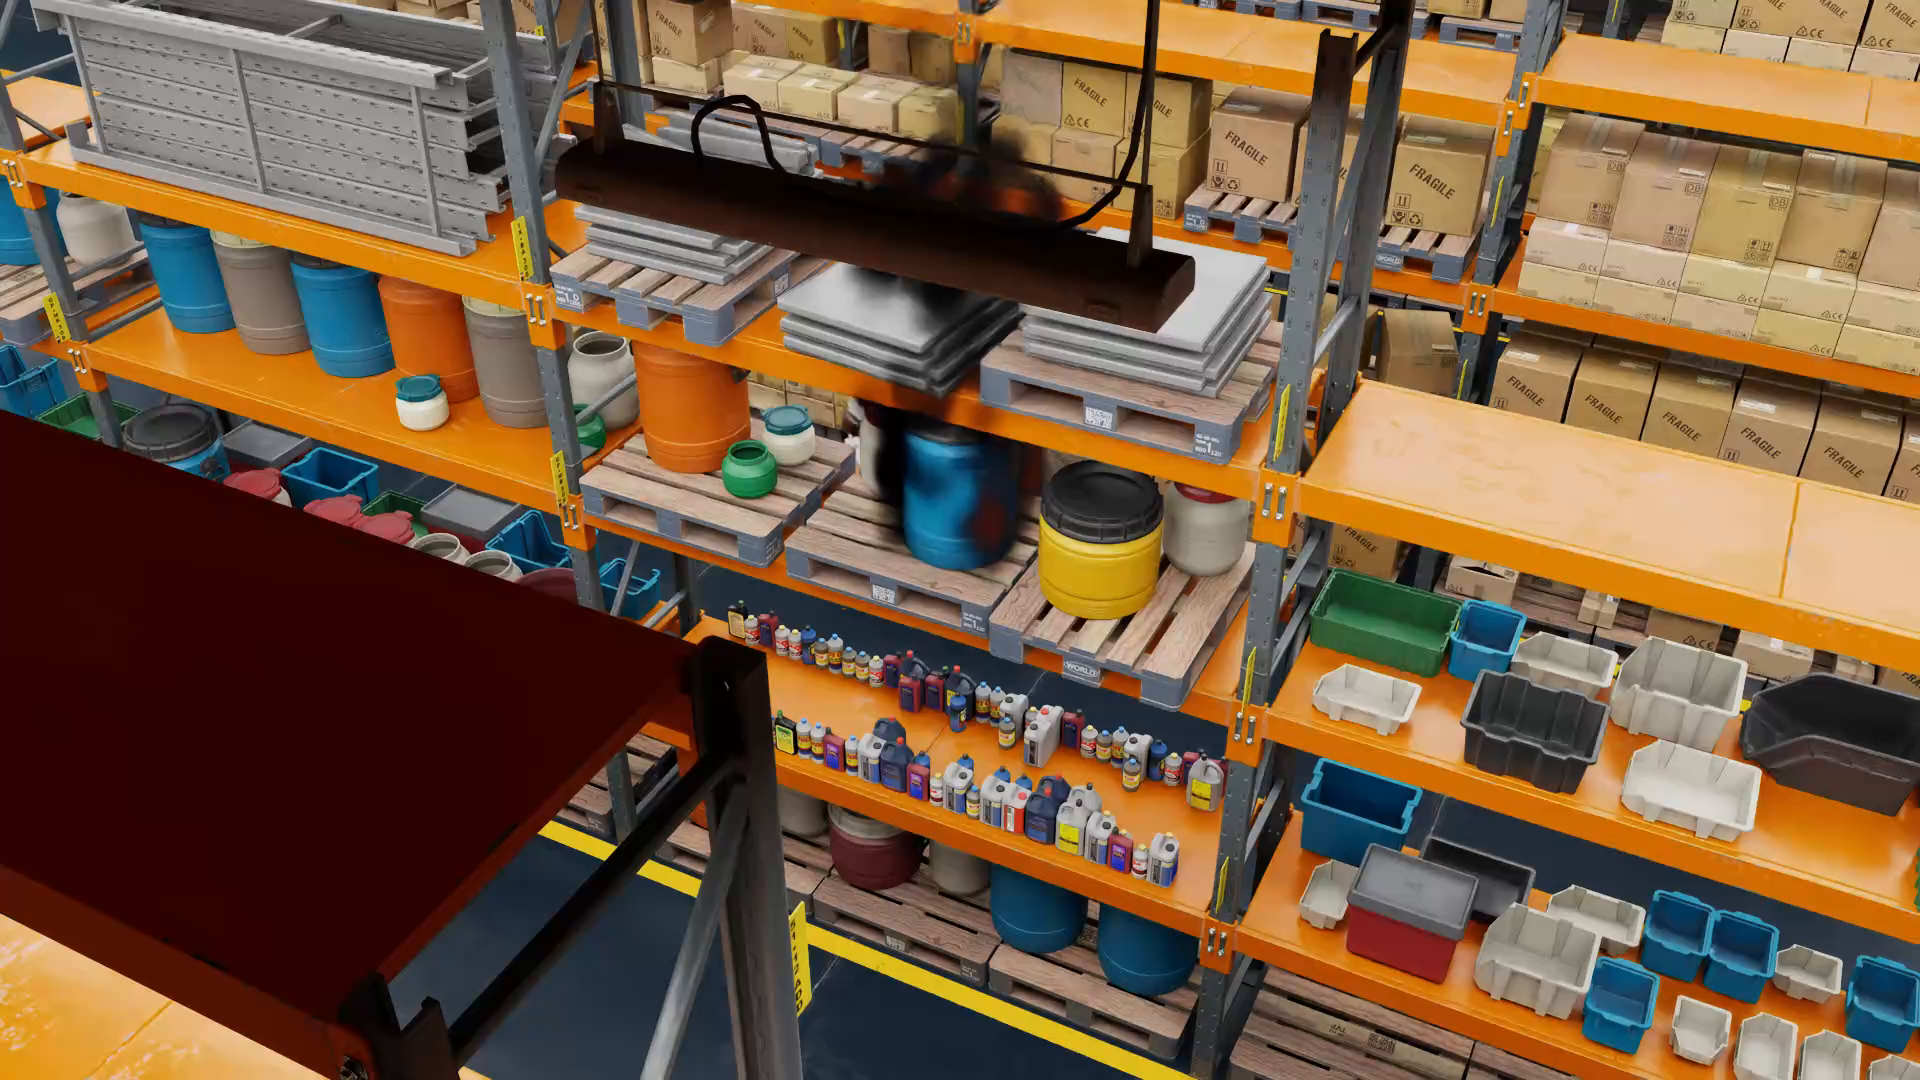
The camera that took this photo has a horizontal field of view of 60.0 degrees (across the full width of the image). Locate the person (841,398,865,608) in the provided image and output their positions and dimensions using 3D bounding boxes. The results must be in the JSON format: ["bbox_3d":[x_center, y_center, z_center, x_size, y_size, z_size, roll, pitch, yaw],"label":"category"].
[{"bbox_3d":[-0.786,-0.249,12.299,0.656,1.786,0.558,10,36,14],"label":"person"}]
